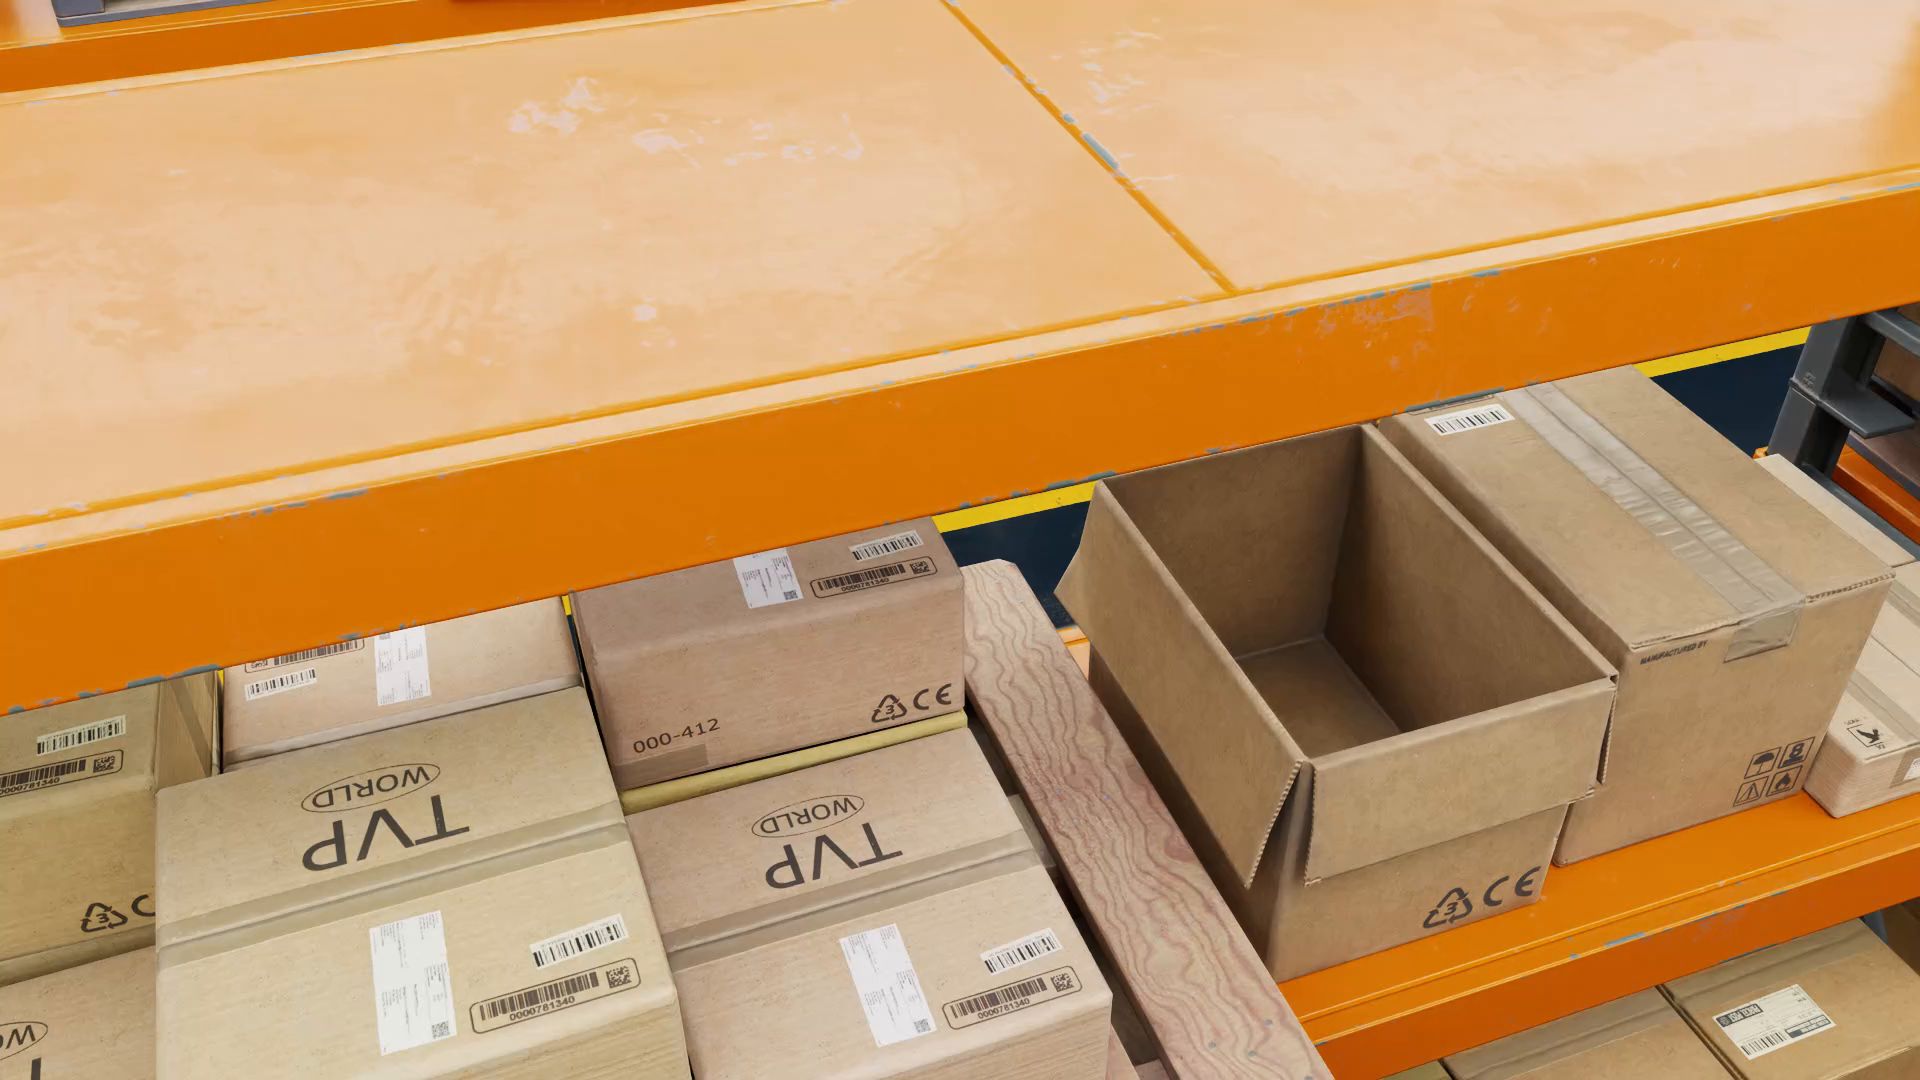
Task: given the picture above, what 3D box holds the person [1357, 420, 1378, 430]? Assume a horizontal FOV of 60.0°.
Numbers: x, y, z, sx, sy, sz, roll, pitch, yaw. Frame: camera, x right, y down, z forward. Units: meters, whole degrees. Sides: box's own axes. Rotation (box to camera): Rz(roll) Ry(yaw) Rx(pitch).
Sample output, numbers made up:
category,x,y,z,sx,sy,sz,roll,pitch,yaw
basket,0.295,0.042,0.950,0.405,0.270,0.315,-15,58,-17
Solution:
category,x,y,z,sx,sy,sz,roll,pitch,yaw
person,1.518,-0.076,7.356,0.795,0.937,0.490,-13,40,-16
